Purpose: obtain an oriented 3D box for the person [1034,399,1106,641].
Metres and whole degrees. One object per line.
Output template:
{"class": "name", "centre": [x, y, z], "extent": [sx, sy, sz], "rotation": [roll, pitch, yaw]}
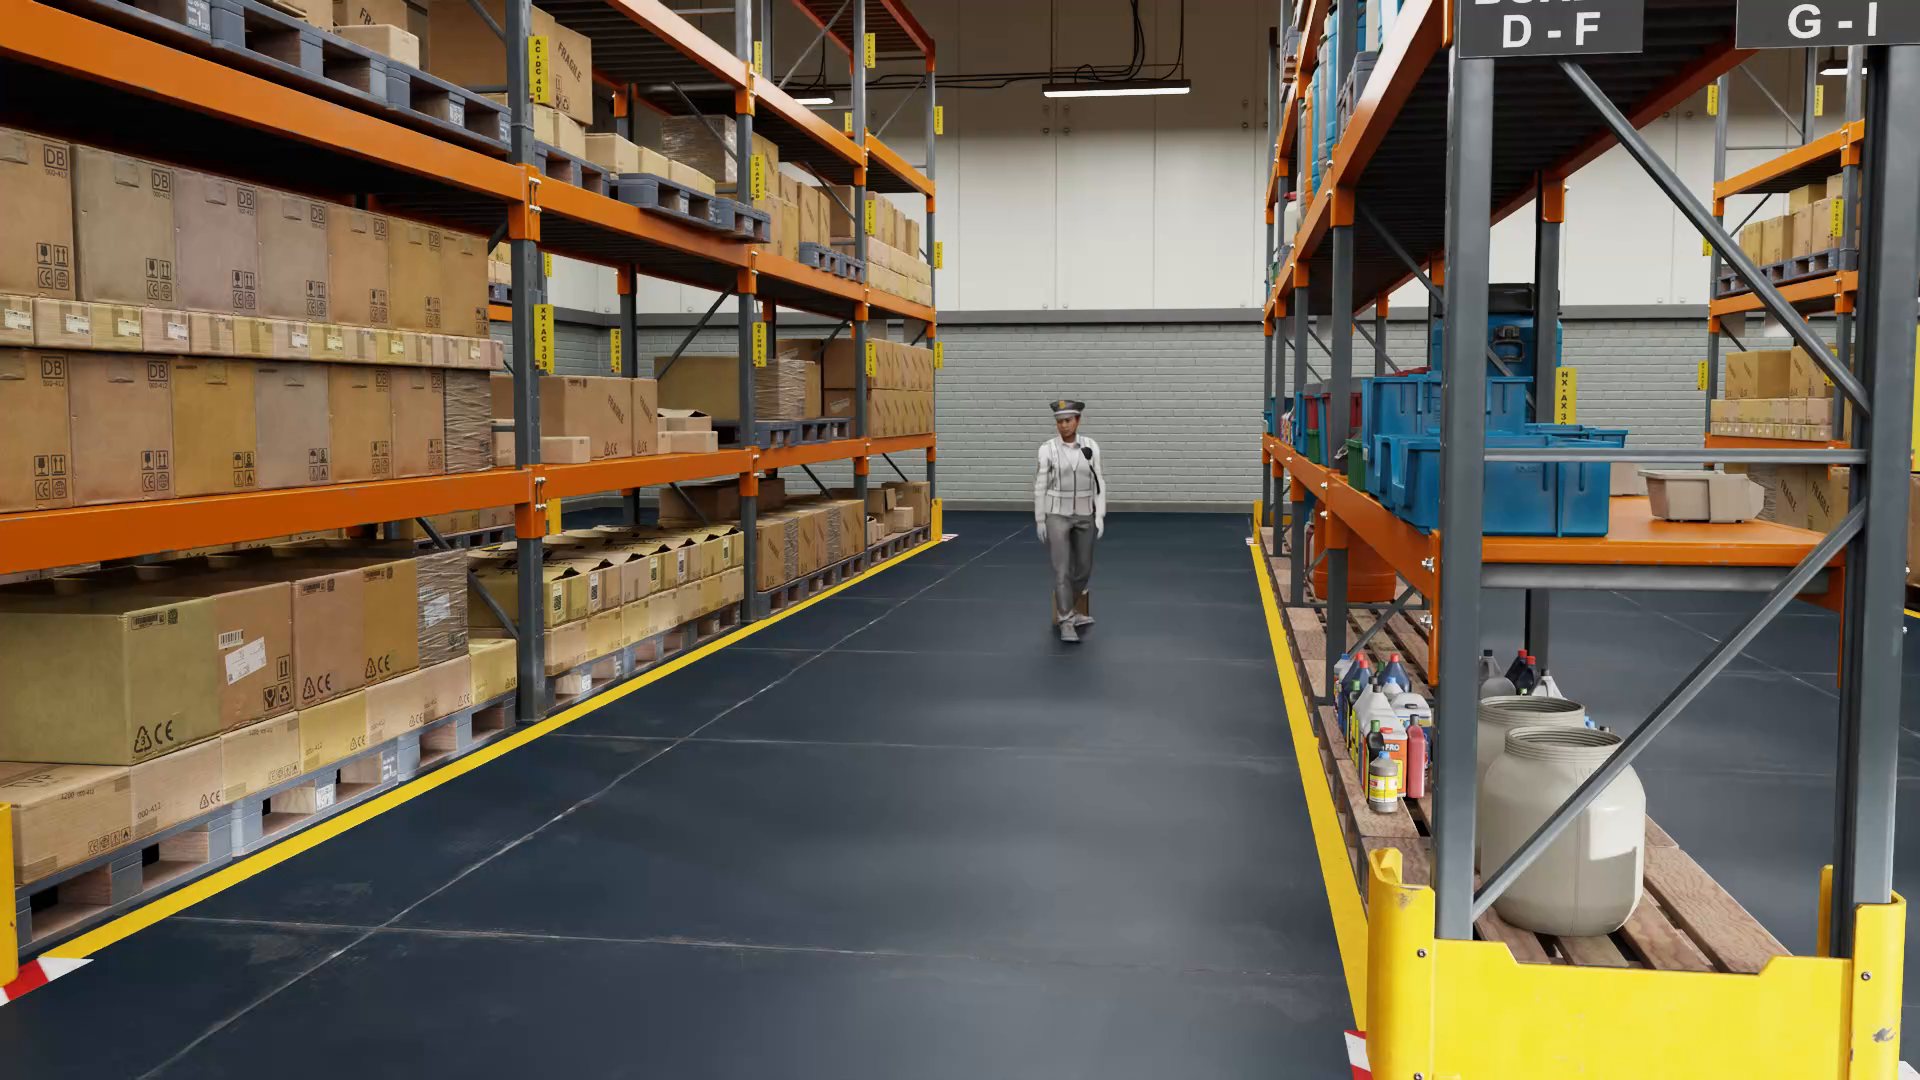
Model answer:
{"class": "person", "centre": [0.758, -0.151, 11.673], "extent": [0.502, 1.666, 0.635], "rotation": [-1, 5, -12]}
